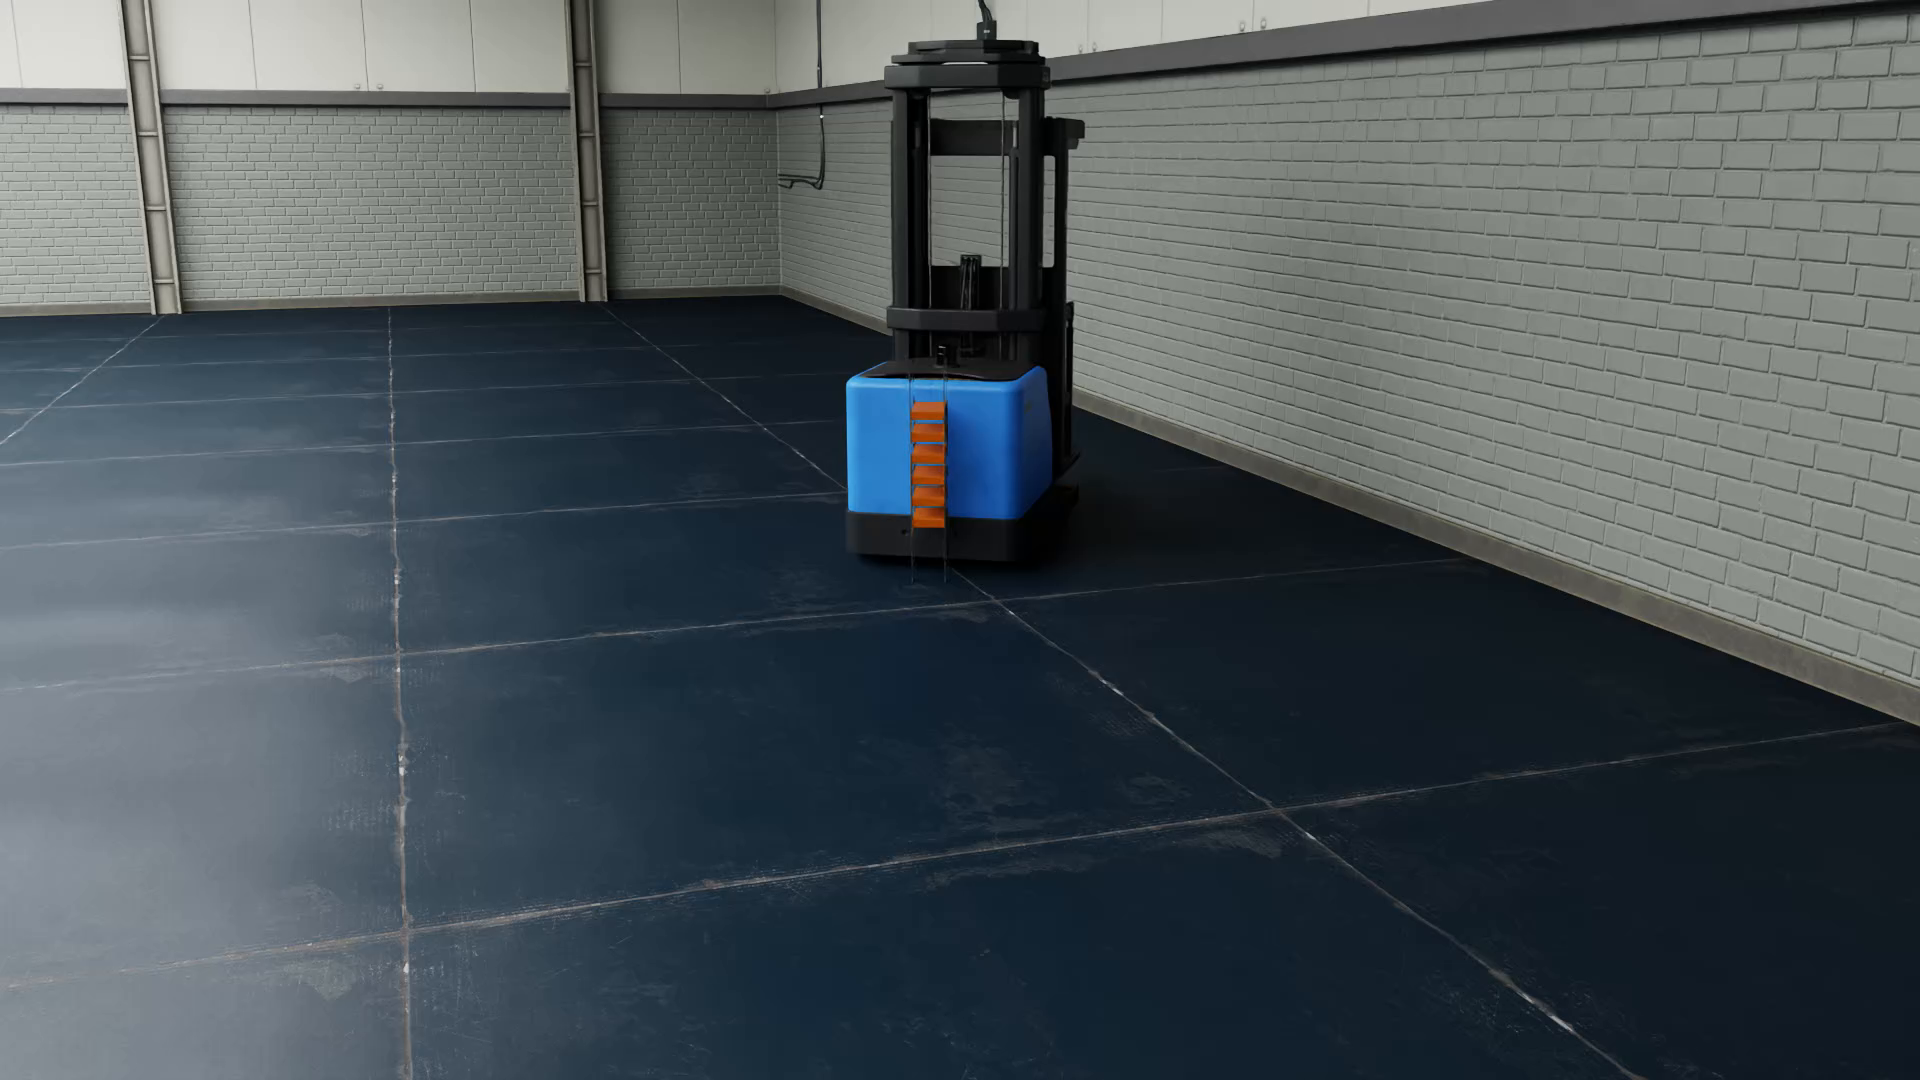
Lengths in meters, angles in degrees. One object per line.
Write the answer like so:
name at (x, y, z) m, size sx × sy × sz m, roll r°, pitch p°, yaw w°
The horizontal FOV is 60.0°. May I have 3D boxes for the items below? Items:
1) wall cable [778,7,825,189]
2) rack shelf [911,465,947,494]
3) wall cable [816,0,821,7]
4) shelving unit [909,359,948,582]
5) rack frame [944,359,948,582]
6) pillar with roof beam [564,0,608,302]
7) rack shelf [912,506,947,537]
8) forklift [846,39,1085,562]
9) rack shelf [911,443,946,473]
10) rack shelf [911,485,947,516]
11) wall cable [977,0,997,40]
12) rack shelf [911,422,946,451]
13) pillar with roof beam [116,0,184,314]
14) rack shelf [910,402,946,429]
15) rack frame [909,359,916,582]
wall cable at (-2.443, -6.491, 24.697) m, size 0.112 × 2.526 × 3.097 m, roll -4°, pitch 14°, yaw -18°
rack shelf at (-0.168, -0.334, 9.106) m, size 0.180 × 0.103 × 0.258 m, roll 1°, pitch 17°, yaw 3°
wall cable at (-1.581, -8.355, 21.618) m, size 0.112 × 2.526 × 3.097 m, roll -4°, pitch 14°, yaw -18°
shelving unit at (-0.168, -0.376, 9.093) m, size 0.189 × 1.200 × 0.258 m, roll 1°, pitch 17°, yaw 3°
rack frame at (-0.077, -0.375, 9.088) m, size 0.006 × 1.200 × 0.240 m, roll 1°, pitch 17°, yaw 3°
pillar with roof beam at (-4.284, -7.130, 20.674) m, size 0.400 × 9.000 × 9.100 m, roll -4°, pitch 14°, yaw -18°
rack shelf at (-0.167, -0.105, 9.178) m, size 0.180 × 0.103 × 0.258 m, roll 1°, pitch 17°, yaw 3°
forklift at (0.172, -1.598, 10.525) m, size 1.130 × 2.935 × 3.031 m, roll 3°, pitch 14°, yaw 13°
rack shelf at (-0.168, -0.448, 9.070) m, size 0.180 × 0.103 × 0.258 m, roll 1°, pitch 17°, yaw 3°
rack shelf at (-0.168, -0.219, 9.142) m, size 0.180 × 0.103 × 0.258 m, roll 1°, pitch 17°, yaw 3°
wall cable at (0.569, -7.573, 15.186) m, size 0.169 × 6.003 × 2.305 m, roll -4°, pitch 14°, yaw -18°
rack shelf at (-0.168, -0.563, 9.034) m, size 0.180 × 0.103 × 0.258 m, roll 1°, pitch 17°, yaw 3°
pillar with roof beam at (-9.971, -6.688, 18.812) m, size 0.400 × 9.000 × 9.100 m, roll -4°, pitch 14°, yaw -18°
rack shelf at (-0.169, -0.677, 8.998) m, size 0.180 × 0.103 × 0.258 m, roll 1°, pitch 17°, yaw 3°
rack frame at (-0.259, -0.377, 9.097) m, size 0.006 × 1.200 × 0.240 m, roll 1°, pitch 17°, yaw 3°
